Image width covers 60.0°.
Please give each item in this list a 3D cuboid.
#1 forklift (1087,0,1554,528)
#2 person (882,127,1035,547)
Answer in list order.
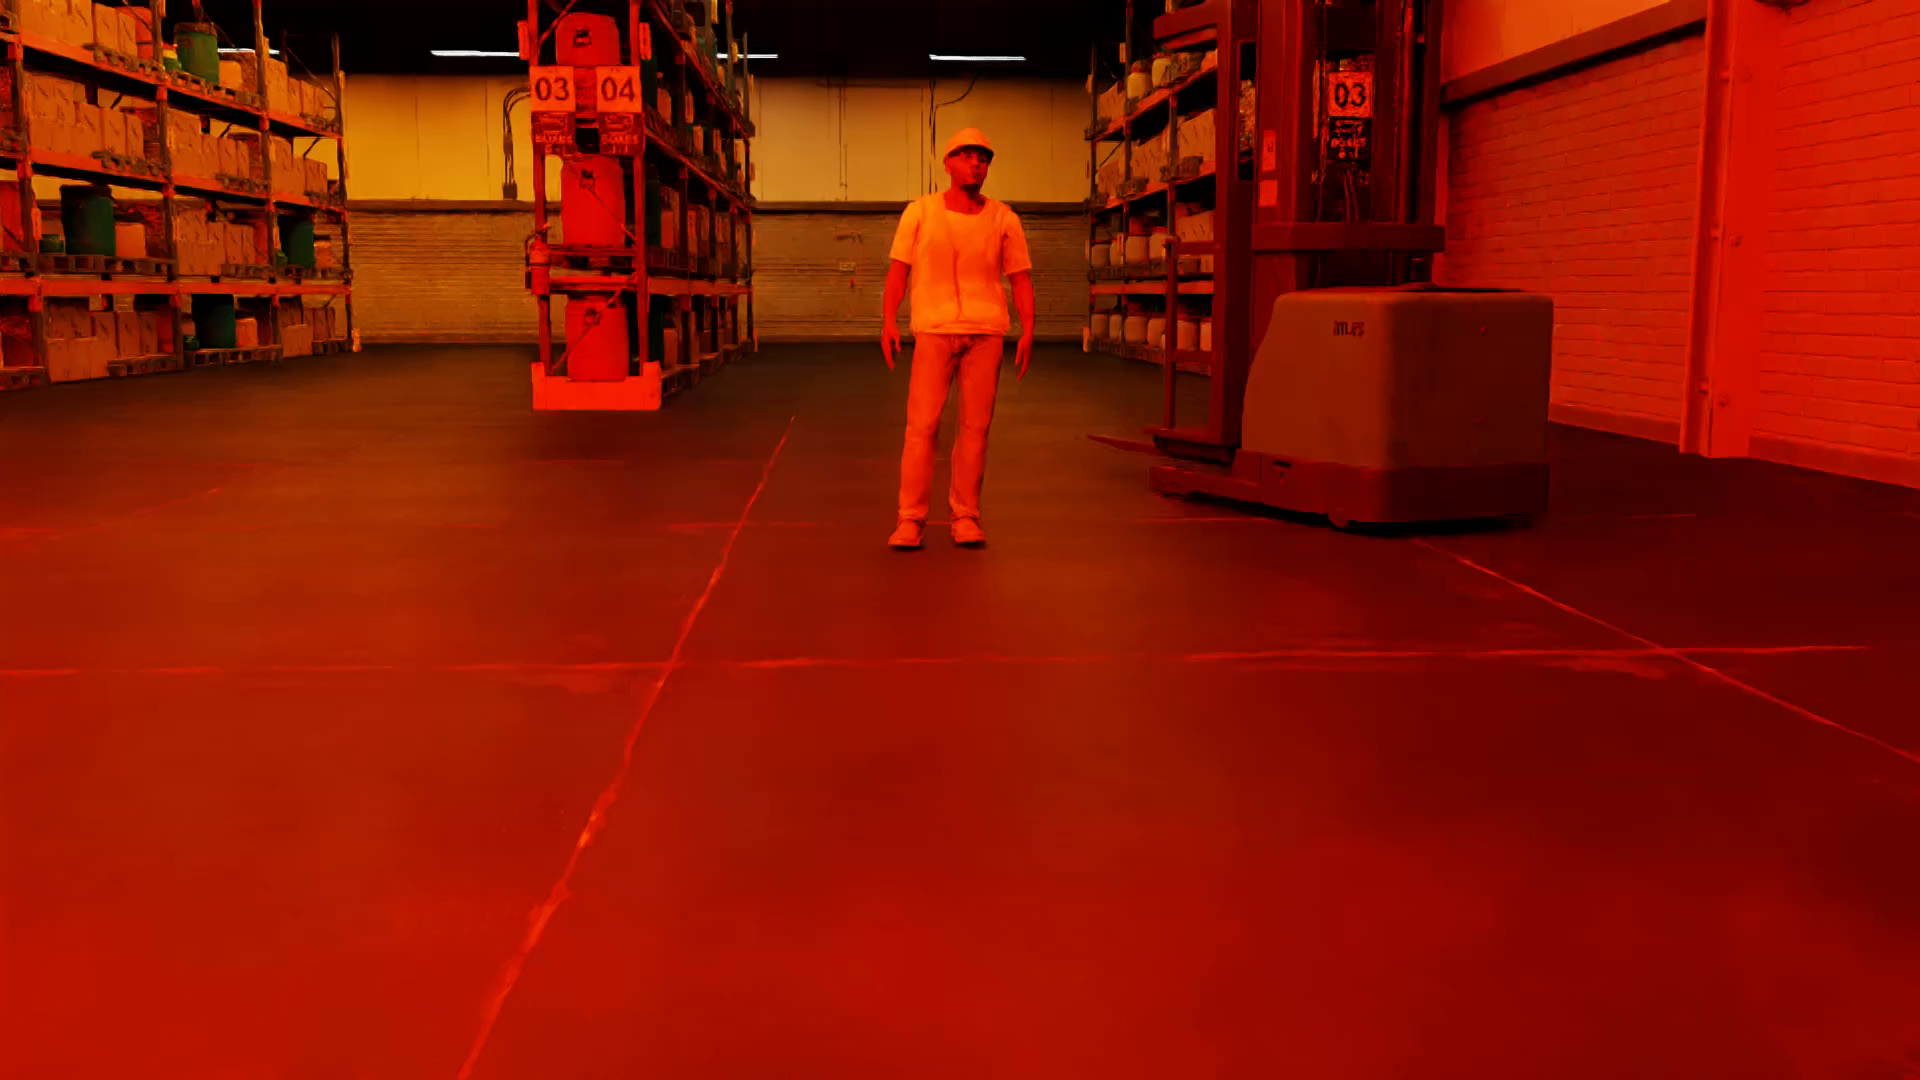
[{"bbox_3d":[1.677,-1.681,8.651,1.130,2.935,3.031,-4,9,-23],"label":"forklift"},{"bbox_3d":[-0.001,-0.870,7.110,0.665,1.766,0.576,-1,8,-4],"label":"person"}]
